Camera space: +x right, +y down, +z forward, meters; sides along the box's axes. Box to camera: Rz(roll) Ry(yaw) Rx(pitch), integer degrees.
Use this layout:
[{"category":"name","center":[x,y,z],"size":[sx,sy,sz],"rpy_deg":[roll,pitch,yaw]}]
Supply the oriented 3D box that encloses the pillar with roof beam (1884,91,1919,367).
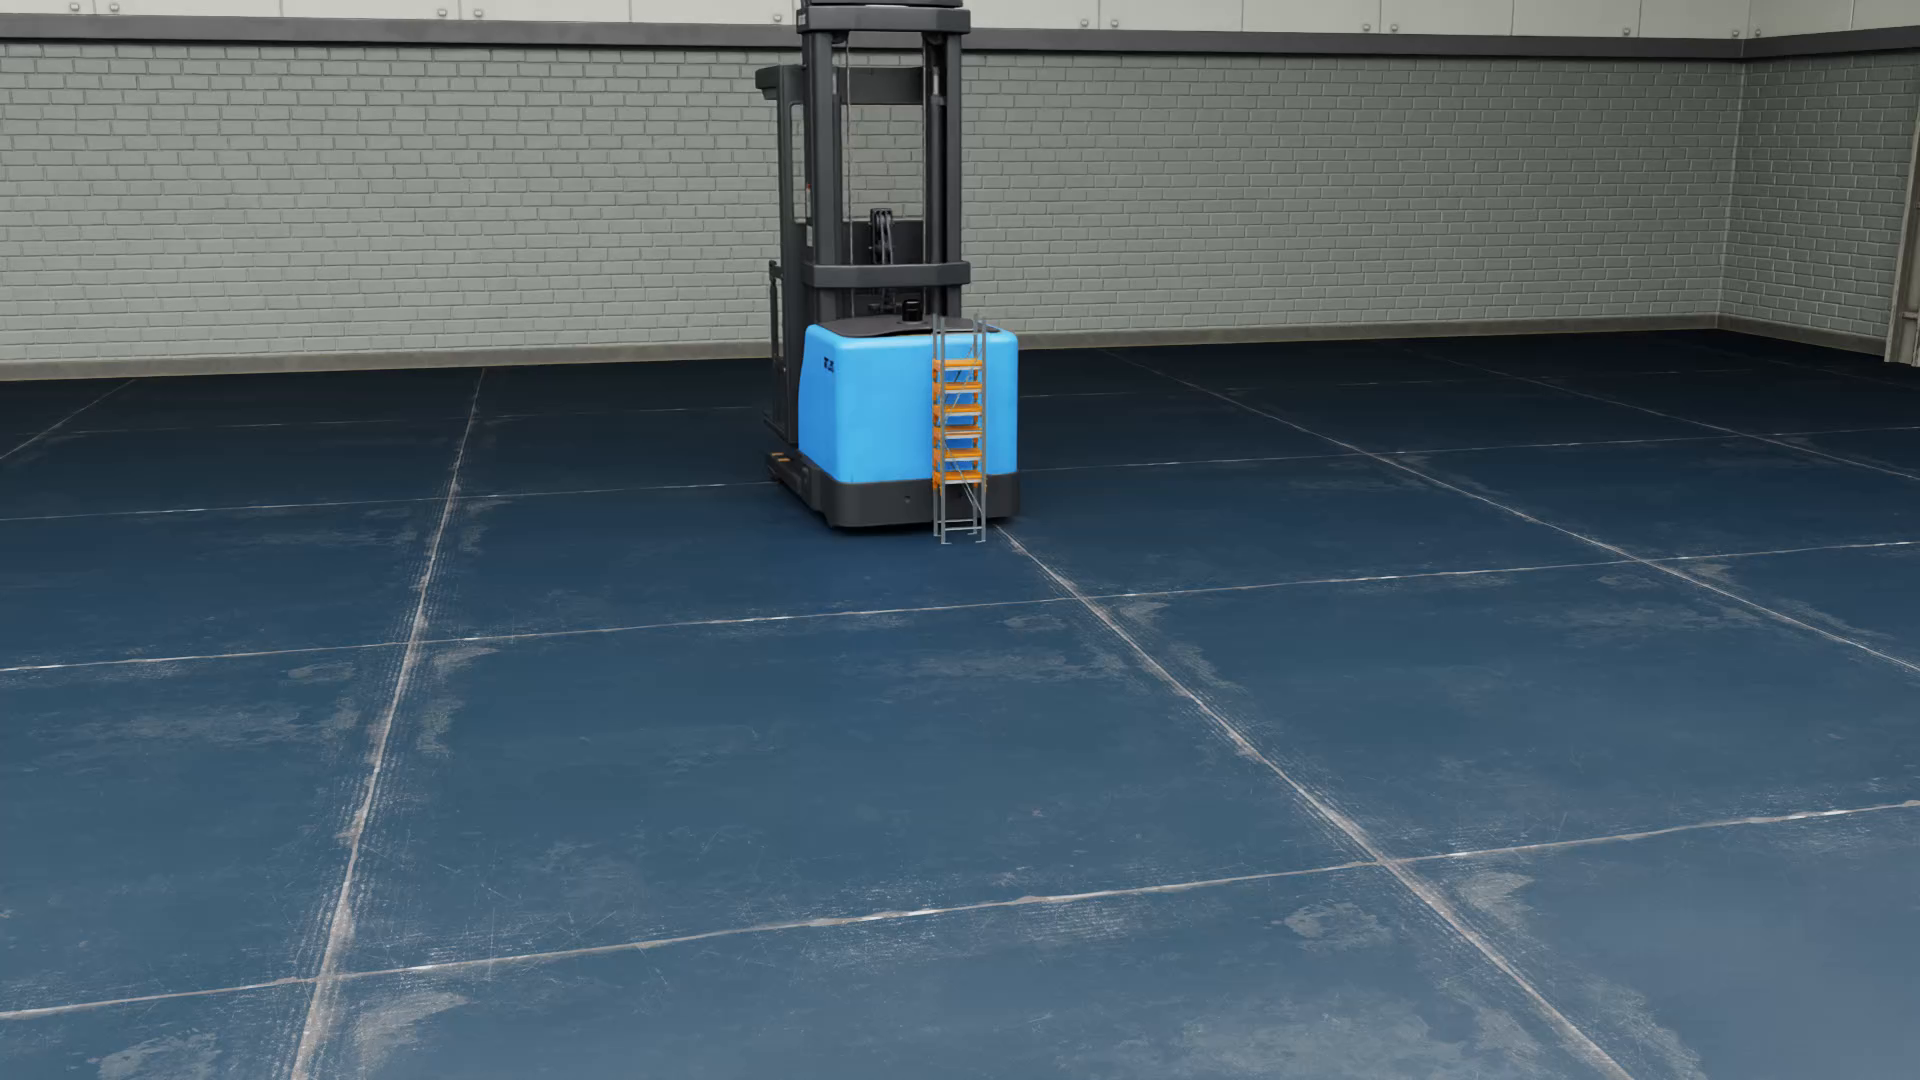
[{"category":"pillar with roof beam","center":[4.868,-5.810,13.748],"size":[9.100,9.000,0.400],"rpy_deg":[-3,14,-13]}]

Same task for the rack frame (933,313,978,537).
[{"category":"rack frame","center":[-0.025,-0.607,8.885],"size":[0.240,1.200,0.006],"rpy_deg":[-3,14,-13]}]

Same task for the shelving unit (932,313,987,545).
[{"category":"shelving unit","center":[-0.003,-0.586,8.798],"size":[0.258,1.200,0.189],"rpy_deg":[-3,14,-13]}]

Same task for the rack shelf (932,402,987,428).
[{"category":"rack shelf","center":[-0.003,-0.660,8.780],"size":[0.258,0.103,0.180],"rpy_deg":[-3,14,-13]}]

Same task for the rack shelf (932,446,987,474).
[{"category":"rack shelf","center":[-0.003,-0.426,8.837],"size":[0.258,0.103,0.180],"rpy_deg":[-3,14,-13]}]

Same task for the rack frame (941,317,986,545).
[{"category":"rack frame","center":[0.018,-0.565,8.712],"size":[0.240,1.200,0.006],"rpy_deg":[-3,14,-13]}]

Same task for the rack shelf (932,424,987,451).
[{"category":"rack shelf","center":[-0.003,-0.543,8.809],"size":[0.258,0.103,0.180],"rpy_deg":[-3,14,-13]}]

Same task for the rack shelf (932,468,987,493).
[{"category":"rack shelf","center":[-0.003,-0.310,8.866],"size":[0.258,0.103,0.180],"rpy_deg":[-3,14,-13]}]

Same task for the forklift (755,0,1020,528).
[{"category":"forklift","center":[-0.599,-1.795,10.097],"size":[1.130,2.935,3.031],"rpy_deg":[-4,14,-17]}]

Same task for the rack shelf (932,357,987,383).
[{"category":"rack shelf","center":[-0.003,-0.893,8.723],"size":[0.258,0.103,0.180],"rpy_deg":[-3,14,-13]}]

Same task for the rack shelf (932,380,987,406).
[{"category":"rack shelf","center":[-0.003,-0.776,8.752],"size":[0.258,0.103,0.180],"rpy_deg":[-3,14,-13]}]
